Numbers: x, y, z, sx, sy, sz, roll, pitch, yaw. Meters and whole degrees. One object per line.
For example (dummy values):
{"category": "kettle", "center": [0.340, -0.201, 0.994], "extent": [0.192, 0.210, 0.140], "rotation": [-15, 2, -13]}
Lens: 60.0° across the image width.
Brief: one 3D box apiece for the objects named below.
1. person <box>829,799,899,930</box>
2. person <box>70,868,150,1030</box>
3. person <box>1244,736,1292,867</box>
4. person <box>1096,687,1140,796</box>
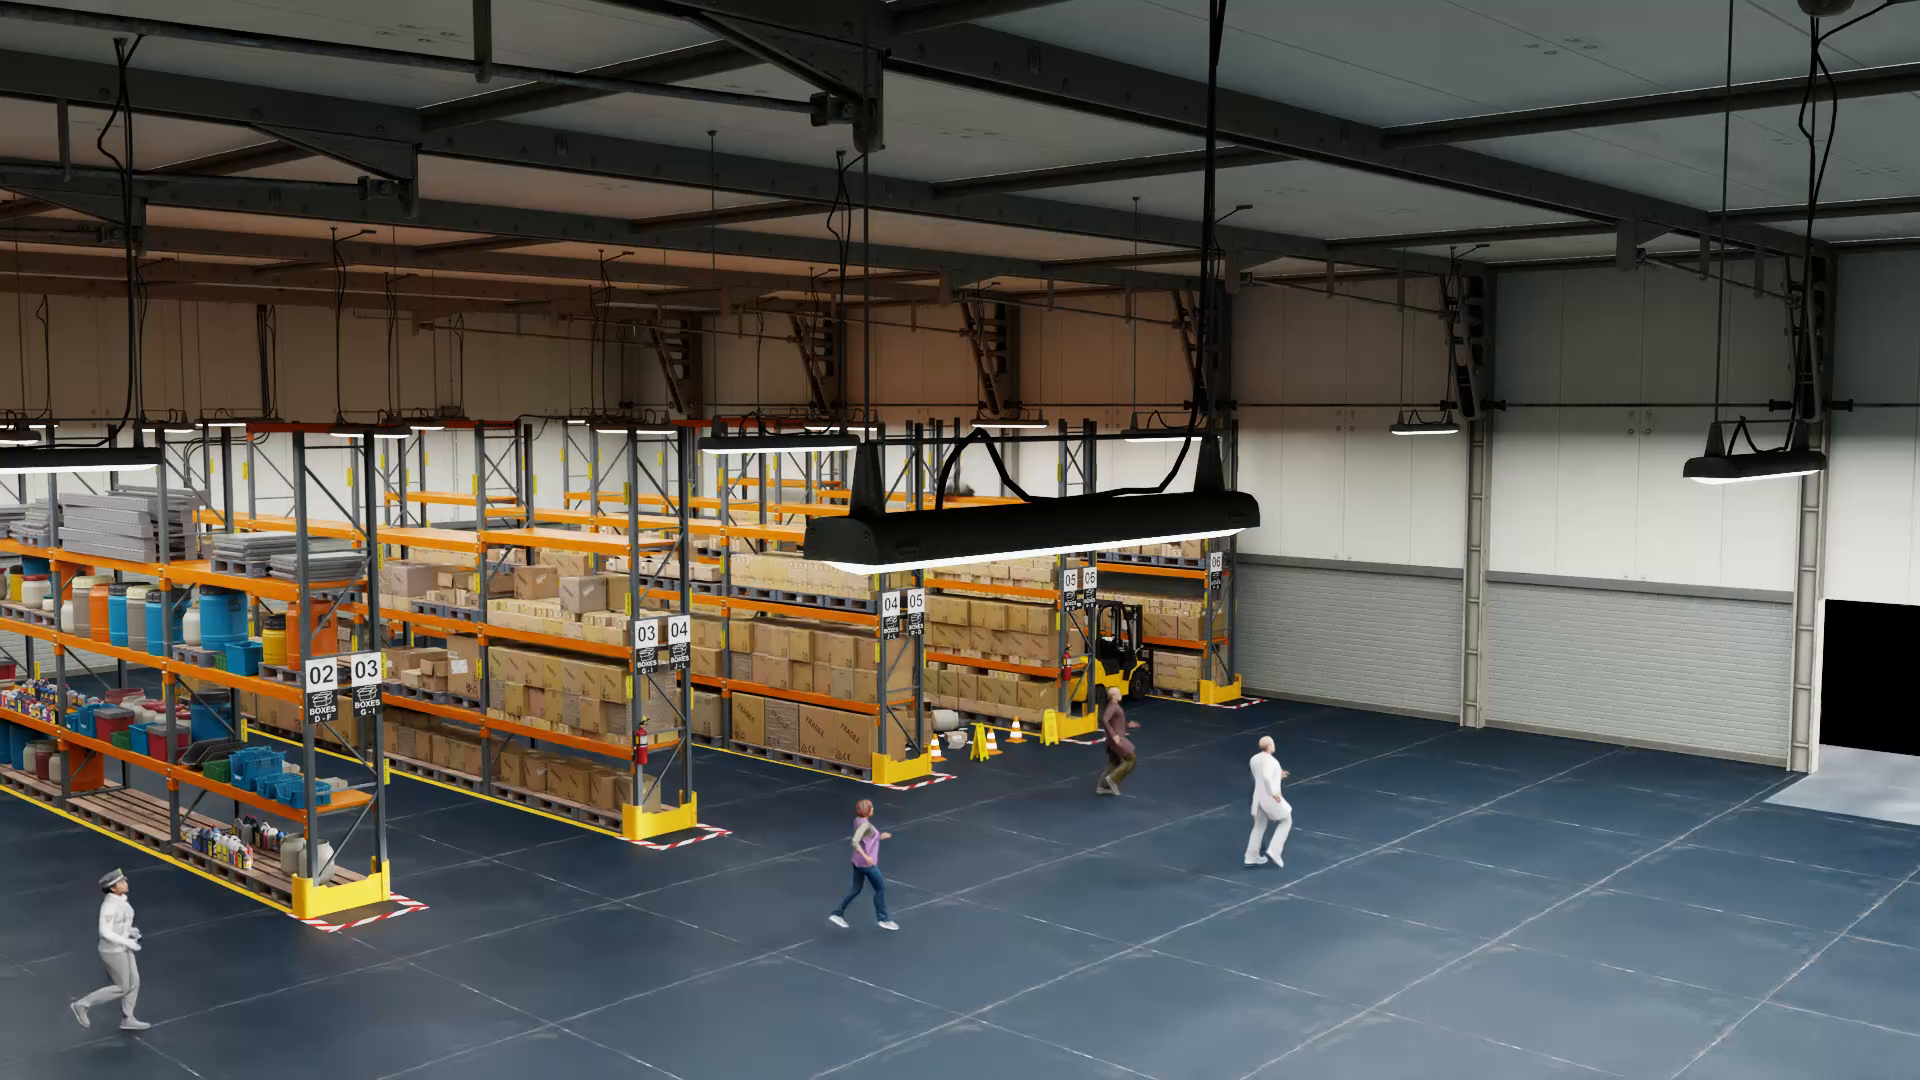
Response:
{"category": "person", "center": [-1.147, 3.888, 19.859], "extent": [0.843, 1.611, 0.524], "rotation": [-2, 5, -24]}
{"category": "person", "center": [-8.581, 4.141, 16.776], "extent": [0.695, 1.683, 0.622], "rotation": [-2, 5, -20]}
{"category": "person", "center": [4.223, 3.589, 22.759], "extent": [0.746, 1.815, 0.685], "rotation": [-3, 5, -30]}
{"category": "person", "center": [2.562, 3.250, 26.876], "extent": [0.715, 1.749, 0.694], "rotation": [0, 5, -4]}
